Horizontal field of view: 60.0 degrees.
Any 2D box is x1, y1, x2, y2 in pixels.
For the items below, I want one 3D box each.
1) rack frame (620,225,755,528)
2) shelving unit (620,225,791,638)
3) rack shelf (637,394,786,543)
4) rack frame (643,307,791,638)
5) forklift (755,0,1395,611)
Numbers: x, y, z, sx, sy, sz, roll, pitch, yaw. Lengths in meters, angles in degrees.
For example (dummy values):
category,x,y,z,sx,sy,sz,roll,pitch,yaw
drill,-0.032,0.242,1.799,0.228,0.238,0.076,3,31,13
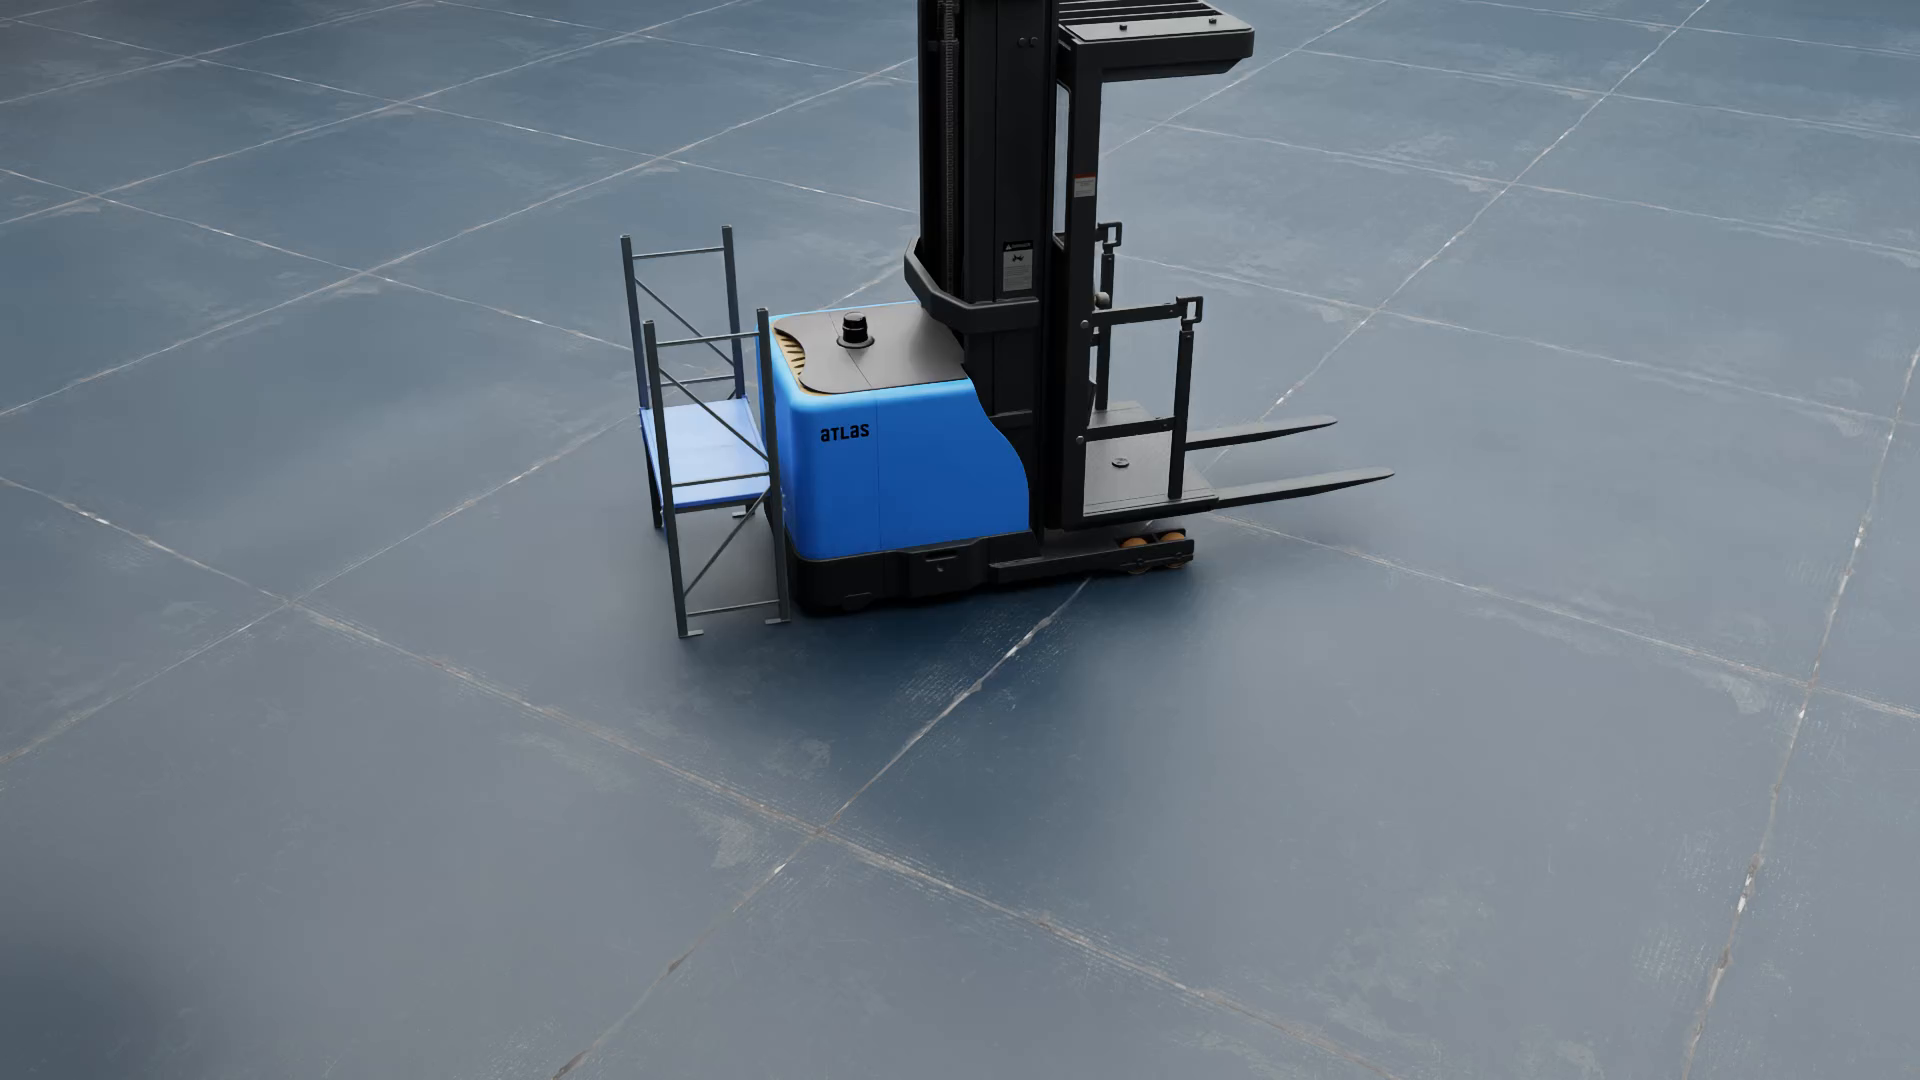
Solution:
category,x,y,z,sx,sy,sz,roll,pitch,yaw
rack frame,-1.276,-0.748,7.893,0.500,1.500,0.032,-8,31,-13
shelving unit,-1.144,-0.501,7.469,0.538,1.500,1.048,-8,31,-13
rack shelf,-1.143,-0.346,7.560,0.538,0.185,1.000,-8,31,-13
rack frame,-1.013,-0.253,7.045,0.500,1.500,0.032,-8,31,-13
forklift,0.606,-1.354,7.514,3.031,2.935,1.130,-8,31,-14
